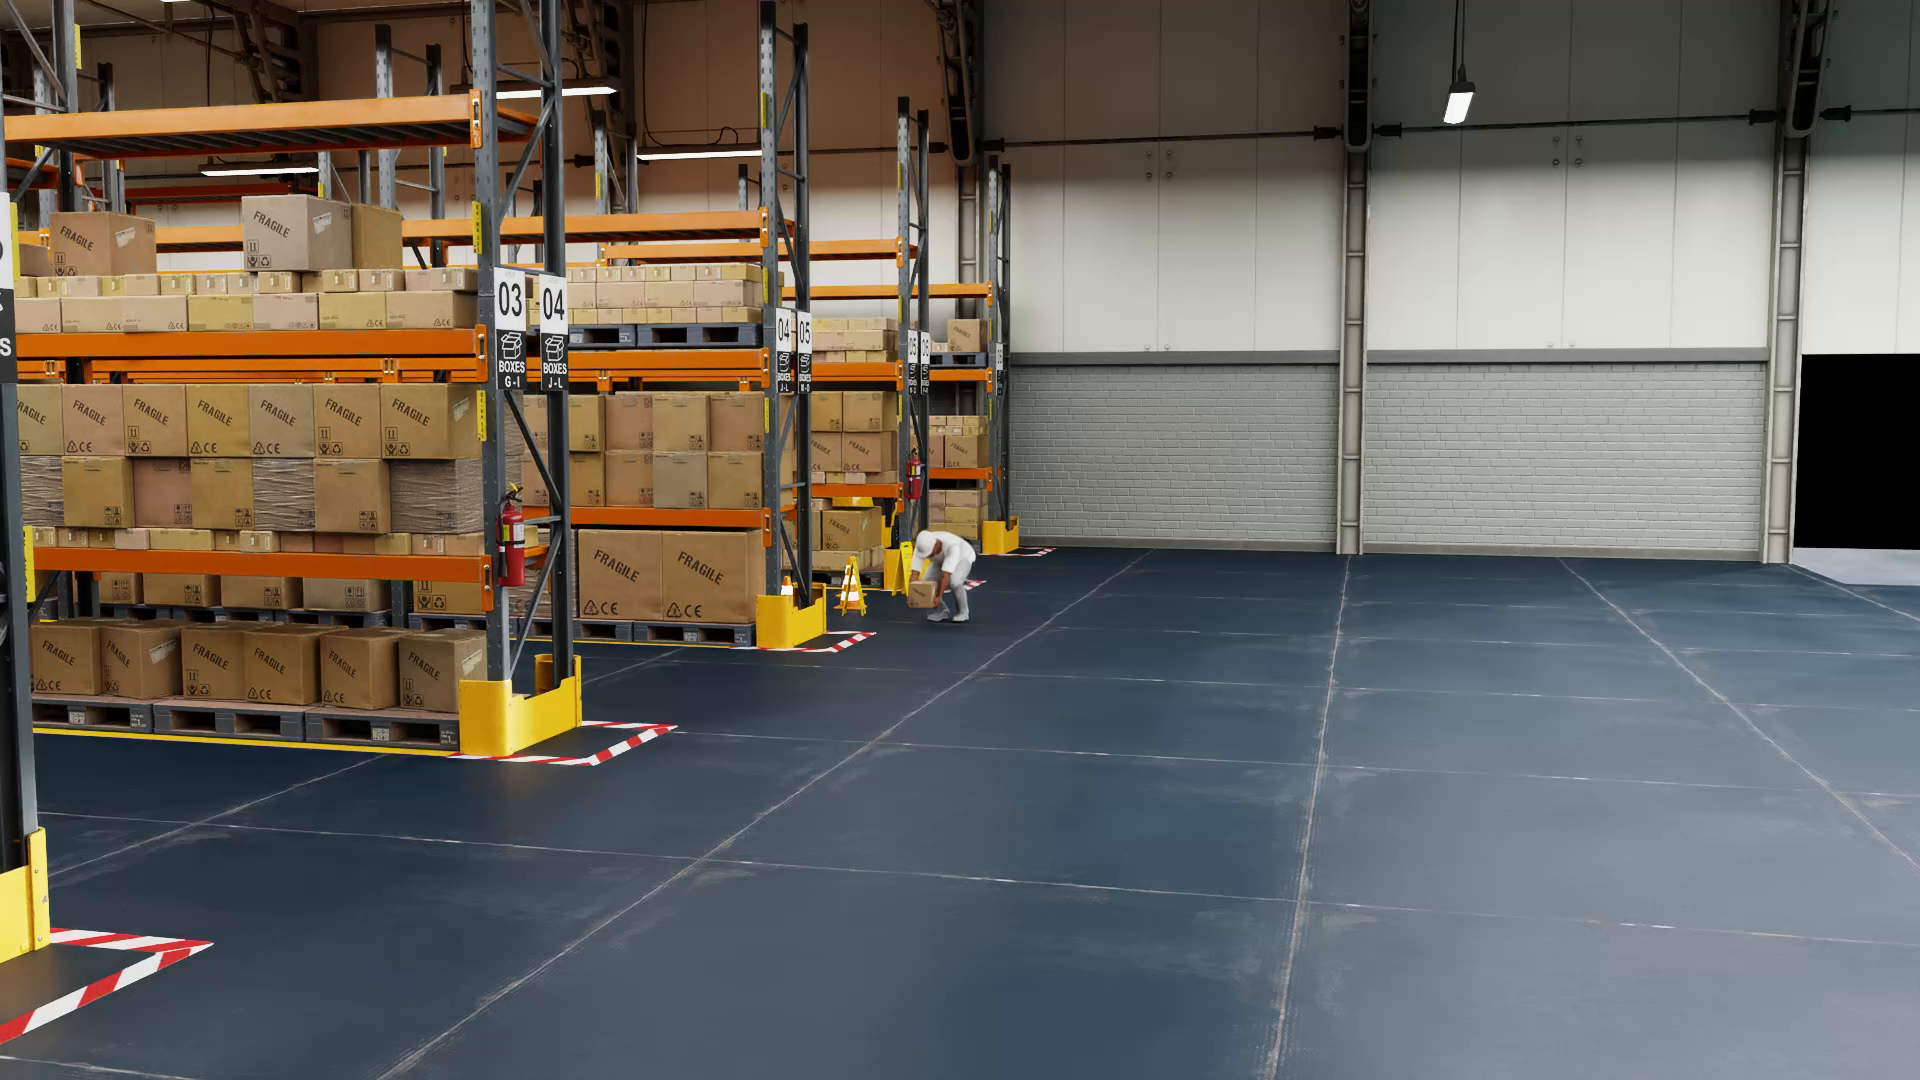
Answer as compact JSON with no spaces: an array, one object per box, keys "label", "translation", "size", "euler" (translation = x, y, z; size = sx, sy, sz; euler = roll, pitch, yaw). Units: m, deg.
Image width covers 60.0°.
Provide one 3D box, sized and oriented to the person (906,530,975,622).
[{"label":"person","translation":[-0.183,0.373,17.537],"size":[0.521,1.001,0.960],"euler":[3,6,30]}]
